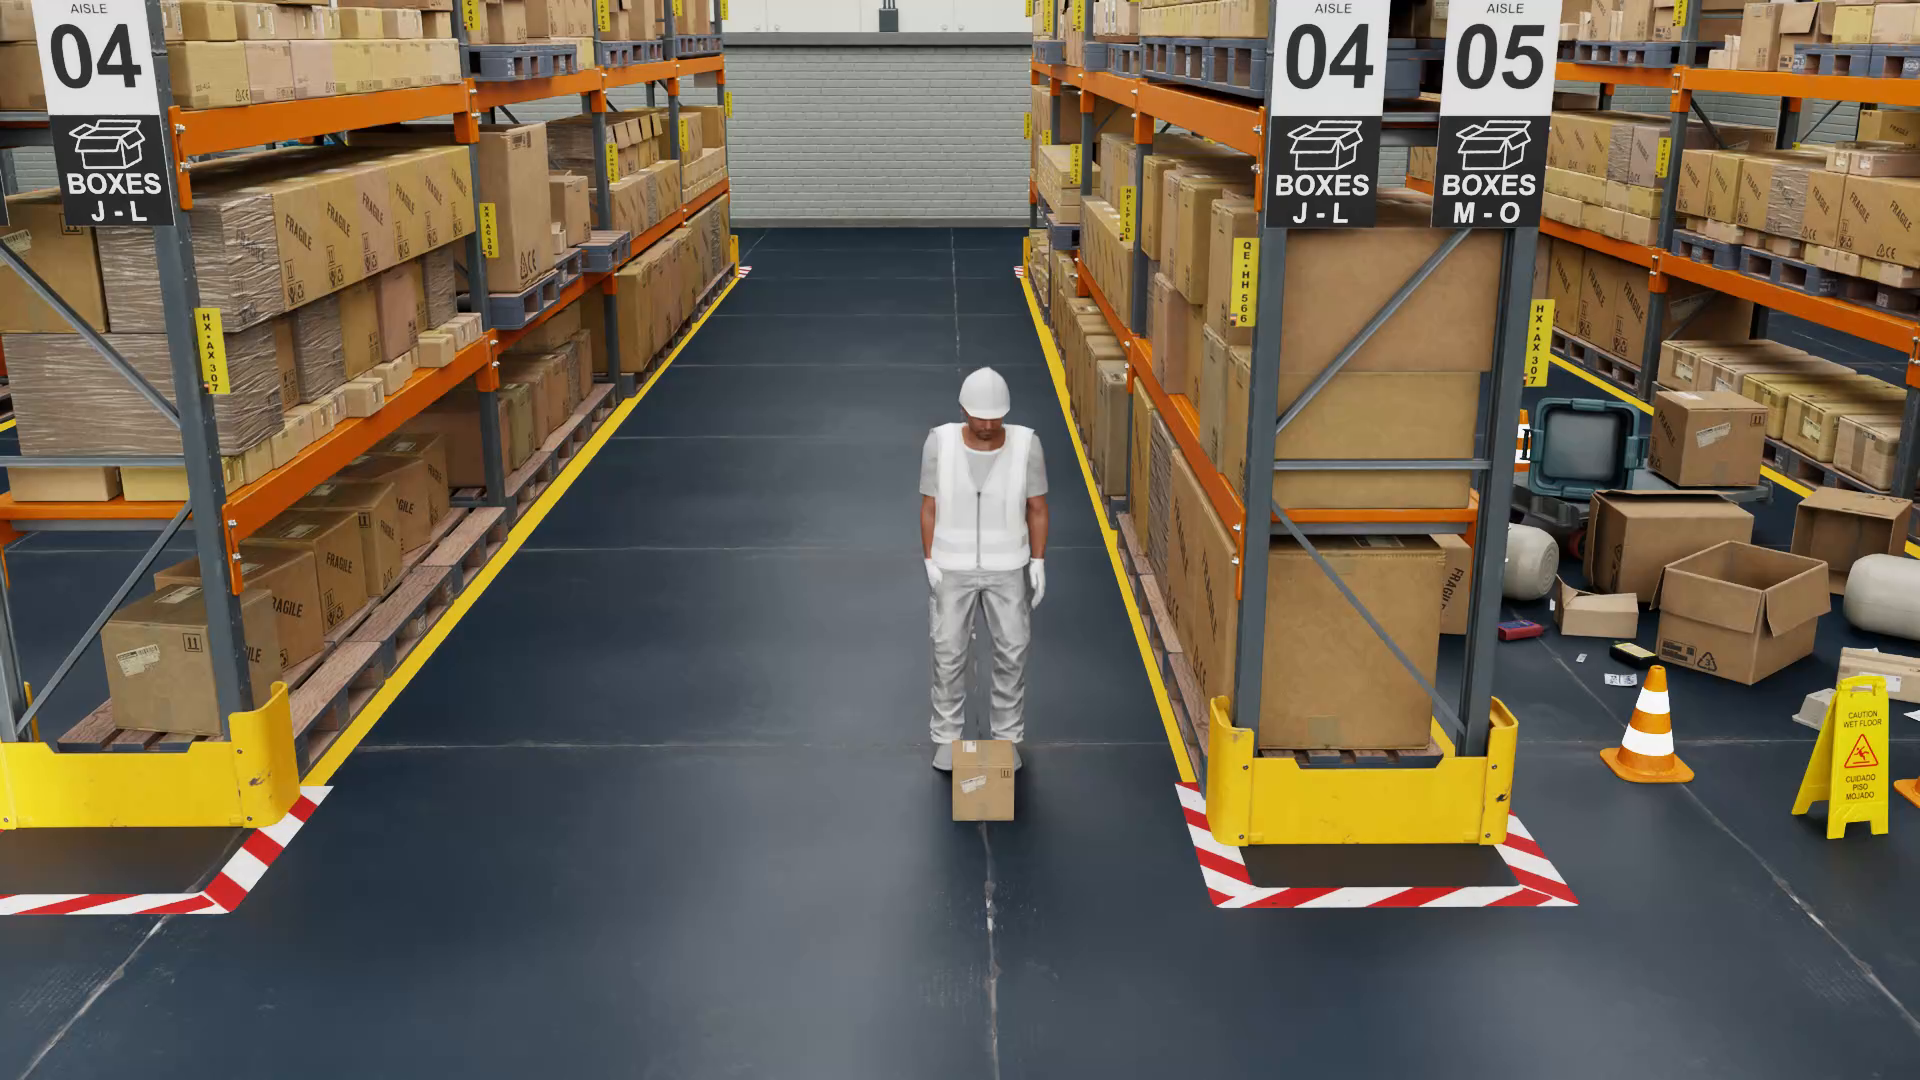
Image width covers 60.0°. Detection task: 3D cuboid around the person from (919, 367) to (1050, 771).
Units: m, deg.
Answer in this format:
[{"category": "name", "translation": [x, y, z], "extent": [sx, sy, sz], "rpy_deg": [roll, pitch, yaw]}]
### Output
[{"category": "person", "translation": [0.103, 0.127, 7.124], "extent": [0.554, 1.769, 0.379], "rpy_deg": [0, 17, 0]}]
